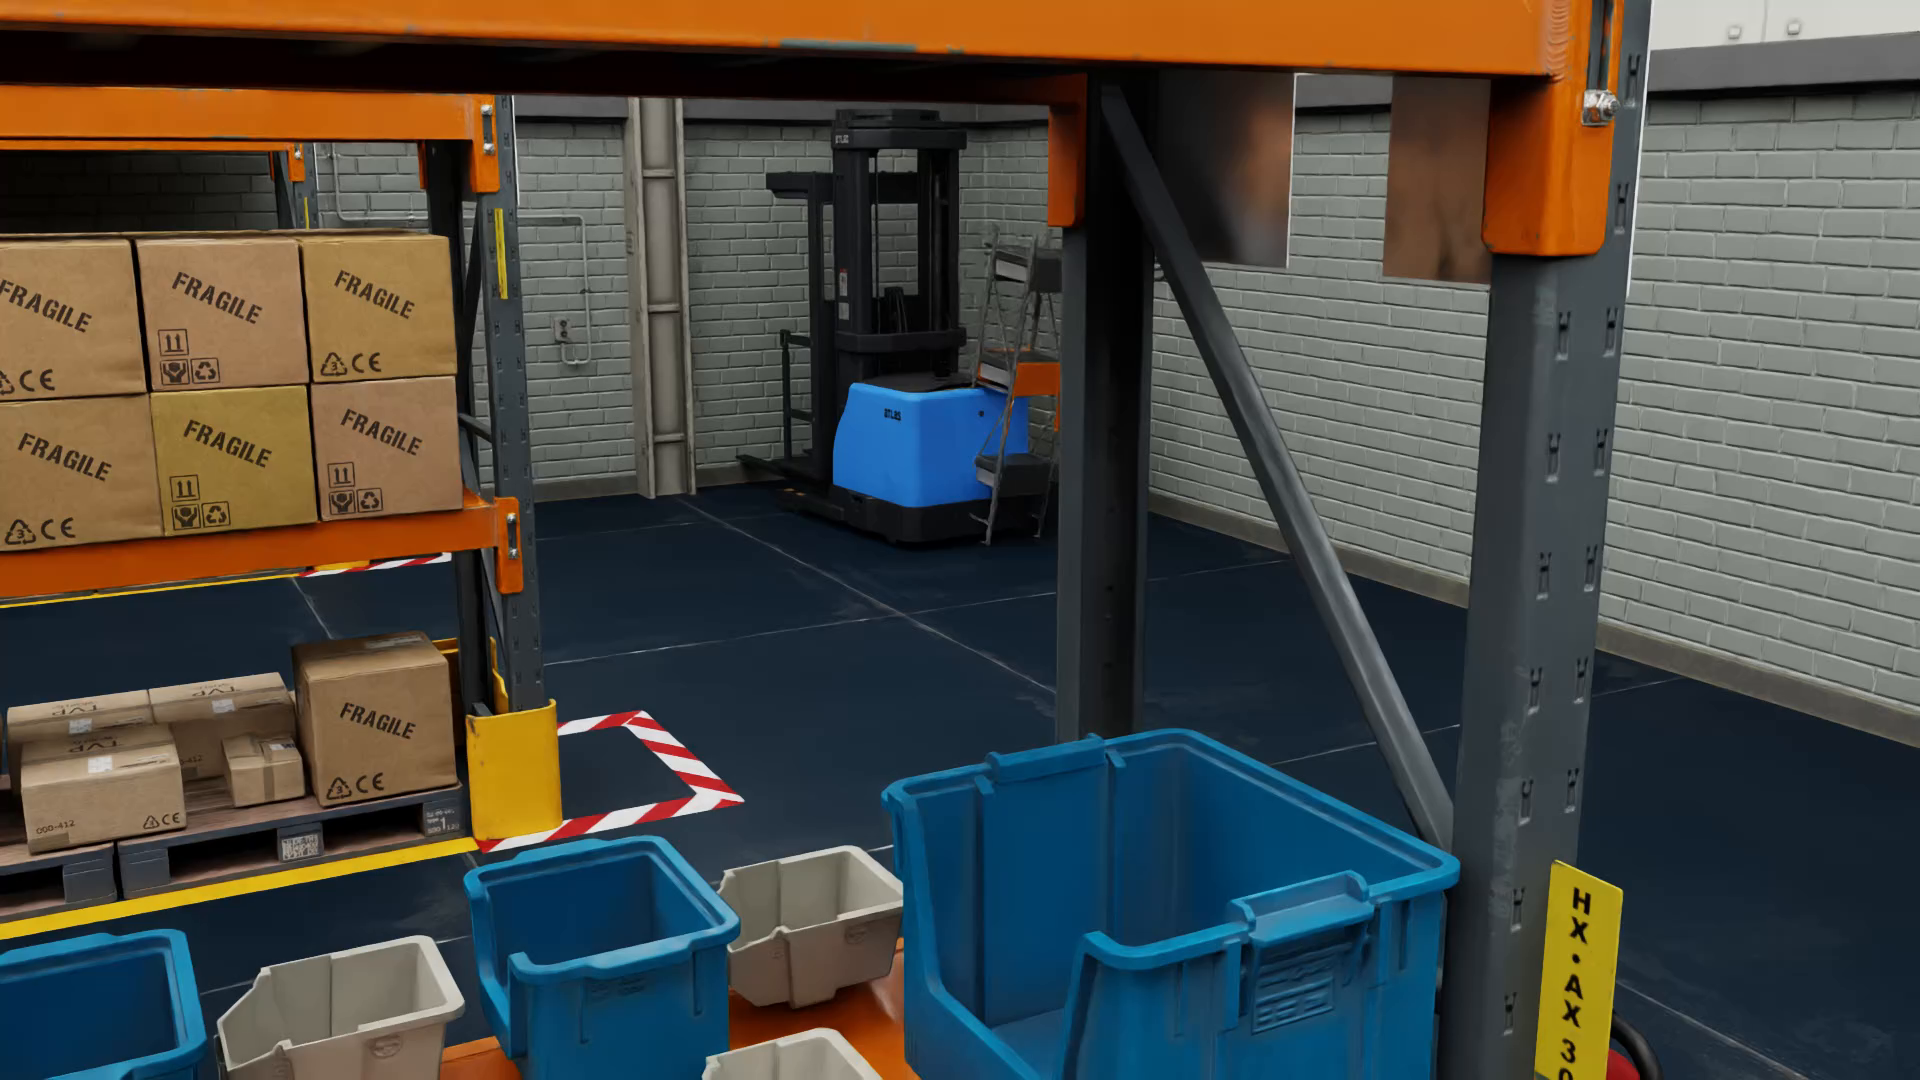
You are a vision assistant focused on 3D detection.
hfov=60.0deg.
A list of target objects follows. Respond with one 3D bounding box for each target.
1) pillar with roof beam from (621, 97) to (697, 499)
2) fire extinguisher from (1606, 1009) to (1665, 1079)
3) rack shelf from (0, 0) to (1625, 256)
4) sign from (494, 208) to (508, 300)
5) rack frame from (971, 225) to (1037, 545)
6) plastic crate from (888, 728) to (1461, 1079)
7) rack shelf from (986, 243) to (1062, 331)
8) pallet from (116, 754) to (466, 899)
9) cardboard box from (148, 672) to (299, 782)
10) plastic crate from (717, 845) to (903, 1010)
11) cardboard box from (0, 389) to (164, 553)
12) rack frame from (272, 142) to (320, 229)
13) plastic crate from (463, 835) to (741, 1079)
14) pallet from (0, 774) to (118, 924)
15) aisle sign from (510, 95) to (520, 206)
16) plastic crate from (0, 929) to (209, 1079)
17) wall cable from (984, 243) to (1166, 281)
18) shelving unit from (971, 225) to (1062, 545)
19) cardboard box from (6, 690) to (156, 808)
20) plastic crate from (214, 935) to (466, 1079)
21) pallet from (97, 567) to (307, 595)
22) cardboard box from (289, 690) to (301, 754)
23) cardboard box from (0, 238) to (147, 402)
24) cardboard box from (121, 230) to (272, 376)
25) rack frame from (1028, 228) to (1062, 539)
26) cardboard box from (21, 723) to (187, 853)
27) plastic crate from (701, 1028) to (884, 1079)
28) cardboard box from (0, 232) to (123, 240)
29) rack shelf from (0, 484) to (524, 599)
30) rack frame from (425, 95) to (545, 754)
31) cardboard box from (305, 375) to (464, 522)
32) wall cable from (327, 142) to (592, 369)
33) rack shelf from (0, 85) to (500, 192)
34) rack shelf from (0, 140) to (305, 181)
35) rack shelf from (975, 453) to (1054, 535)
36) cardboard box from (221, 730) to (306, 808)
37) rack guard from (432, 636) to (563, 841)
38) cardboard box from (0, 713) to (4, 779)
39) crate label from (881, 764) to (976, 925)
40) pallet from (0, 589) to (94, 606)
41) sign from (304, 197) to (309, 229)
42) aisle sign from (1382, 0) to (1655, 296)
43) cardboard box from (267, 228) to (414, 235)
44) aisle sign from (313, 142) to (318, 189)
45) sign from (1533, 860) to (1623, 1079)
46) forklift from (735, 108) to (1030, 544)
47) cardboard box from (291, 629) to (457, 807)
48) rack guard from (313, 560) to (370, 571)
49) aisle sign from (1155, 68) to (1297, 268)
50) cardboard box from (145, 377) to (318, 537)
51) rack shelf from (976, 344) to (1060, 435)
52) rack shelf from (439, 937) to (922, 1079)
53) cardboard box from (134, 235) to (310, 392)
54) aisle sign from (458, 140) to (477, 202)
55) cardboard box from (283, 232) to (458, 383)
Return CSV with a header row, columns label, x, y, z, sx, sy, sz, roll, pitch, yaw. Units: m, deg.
label,x,y,z,sx,sy,sz,roll,pitch,yaw
pillar with roof beam,-0.277,-3.934,8.594,0.400,9.000,9.100,-7,14,-28
fire extinguisher,0.802,0.815,2.183,0.183,0.674,0.296,-7,14,-28
rack shelf,-1.304,-0.379,1.267,4.000,0.370,1.077,-7,14,-28
sign,-1.670,-1.042,6.049,0.005,0.325,0.100,-7,14,-28
rack frame,0.215,-1.021,11.135,0.015,2.100,0.400,-6,22,-41
plastic crate,0.247,0.548,2.125,0.499,0.435,0.616,-7,14,-28
rack shelf,0.496,-1.693,11.102,0.480,0.518,0.431,-6,22,-41
pallet,-2.684,1.021,6.593,1.213,0.211,1.003,-7,14,-28
cardboard box,-2.970,0.750,6.704,0.500,0.250,0.500,-7,14,-28
plastic crate,-0.244,0.603,2.562,0.298,0.136,0.250,-7,14,-28
cardboard box,-3.075,-0.274,5.768,0.500,0.500,0.500,-7,14,-27
rack frame,-4.295,-1.386,10.936,0.127,3.000,1.000,-7,14,-28
plastic crate,-0.500,0.607,2.323,0.300,0.233,0.416,-7,14,-28
pallet,-3.754,1.148,6.027,1.213,0.211,1.003,-7,14,-28
aisle sign,-1.712,-1.648,6.180,0.004,0.787,0.394,-7,14,-28
plastic crate,-1.078,0.677,2.015,0.300,0.233,0.416,-7,14,-28
wall cable,0.841,-3.324,12.956,0.112,2.526,3.097,-7,14,-28
shelving unit,0.399,-1.041,11.294,0.503,2.100,0.431,-6,22,-41
cardboard box,-3.409,0.803,6.471,0.500,0.250,0.500,-7,14,-28
plastic crate,-0.839,0.674,2.245,0.298,0.136,0.250,-7,14,-28
pallet,-4.959,0.074,10.801,1.213,0.211,1.003,-7,14,-28
cardboard box,-2.670,0.740,6.940,0.250,0.166,0.380,-7,14,-28
cardboard box,-3.073,-0.760,5.648,0.500,0.500,0.500,-6,14,-26
cardboard box,-2.889,-0.916,6.342,0.500,0.500,0.500,-7,14,-27
rack frame,0.582,-1.061,11.454,0.015,2.100,0.400,-6,22,-41
cardboard box,-3.126,0.894,6.066,0.500,0.250,0.500,-7,14,-28
plastic crate,-0.177,0.743,1.938,0.243,0.136,0.396,-7,14,-28
cardboard box,-3.331,-0.864,6.113,0.500,0.500,0.500,-7,14,-27
rack shelf,-3.674,0.130,5.840,4.000,0.370,1.077,-7,14,-28
rack frame,-1.918,-0.432,6.696,0.127,3.000,1.000,-7,14,-28
cardboard box,-2.181,-0.381,6.242,0.500,0.500,0.500,-6,14,-26
wall cable,-3.624,-2.199,12.233,1.851,1.984,0.084,-7,14,-28
rack shelf,-3.674,-1.334,5.510,4.000,0.370,1.077,-7,14,-28
rack shelf,-6.051,-2.288,9.751,4.000,0.370,1.077,-7,14,-28
rack shelf,0.298,-0.364,11.495,0.480,0.518,0.431,-6,22,-41
cardboard box,-2.676,0.866,6.381,0.250,0.166,0.380,-7,14,-28
rack guard,-1.985,0.796,6.935,0.348,0.500,1.175,-7,14,-28
cardboard box,-3.783,0.794,5.934,0.637,0.503,0.797,-7,14,-28
crate label,0.077,0.538,2.631,0.303,0.233,0.416,-7,14,-28
pallet,-6.029,0.201,10.235,1.213,0.211,1.003,-7,14,-28
sign,-4.047,-1.960,10.312,0.005,0.325,0.100,-7,14,-28
aisle sign,0.655,-0.696,1.950,0.004,0.787,0.394,-7,14,-28
cardboard box,-2.434,-0.972,6.593,0.500,0.500,0.500,-6,14,-26
aisle sign,-4.088,-2.604,10.427,0.004,0.787,0.394,-7,14,-28
sign,0.730,0.548,1.971,0.005,0.325,0.100,-7,14,-28
forklift,-0.739,-1.674,12.370,1.130,2.935,3.031,-8,15,-33
cardboard box,-2.277,0.678,6.457,0.500,0.500,0.500,-7,14,-28
rack guard,-4.274,-0.169,11.222,0.348,0.500,1.175,-7,14,-28
aisle sign,0.373,-0.810,2.455,0.004,0.787,0.394,-7,14,-28
cardboard box,-2.635,-0.326,5.997,0.500,0.500,0.500,-7,14,-27
rack shelf,0.397,-1.028,11.298,0.480,0.518,0.431,-6,22,-41
rack shelf,-1.304,1.085,1.596,4.000,0.370,1.077,-7,14,-28
cardboard box,-2.620,-0.815,5.895,0.500,0.500,0.500,-6,14,-26
aisle sign,-1.999,-1.764,6.694,0.004,0.787,0.394,-7,14,-28
cardboard box,-2.177,-0.869,6.131,0.500,0.500,0.500,-7,14,-28
